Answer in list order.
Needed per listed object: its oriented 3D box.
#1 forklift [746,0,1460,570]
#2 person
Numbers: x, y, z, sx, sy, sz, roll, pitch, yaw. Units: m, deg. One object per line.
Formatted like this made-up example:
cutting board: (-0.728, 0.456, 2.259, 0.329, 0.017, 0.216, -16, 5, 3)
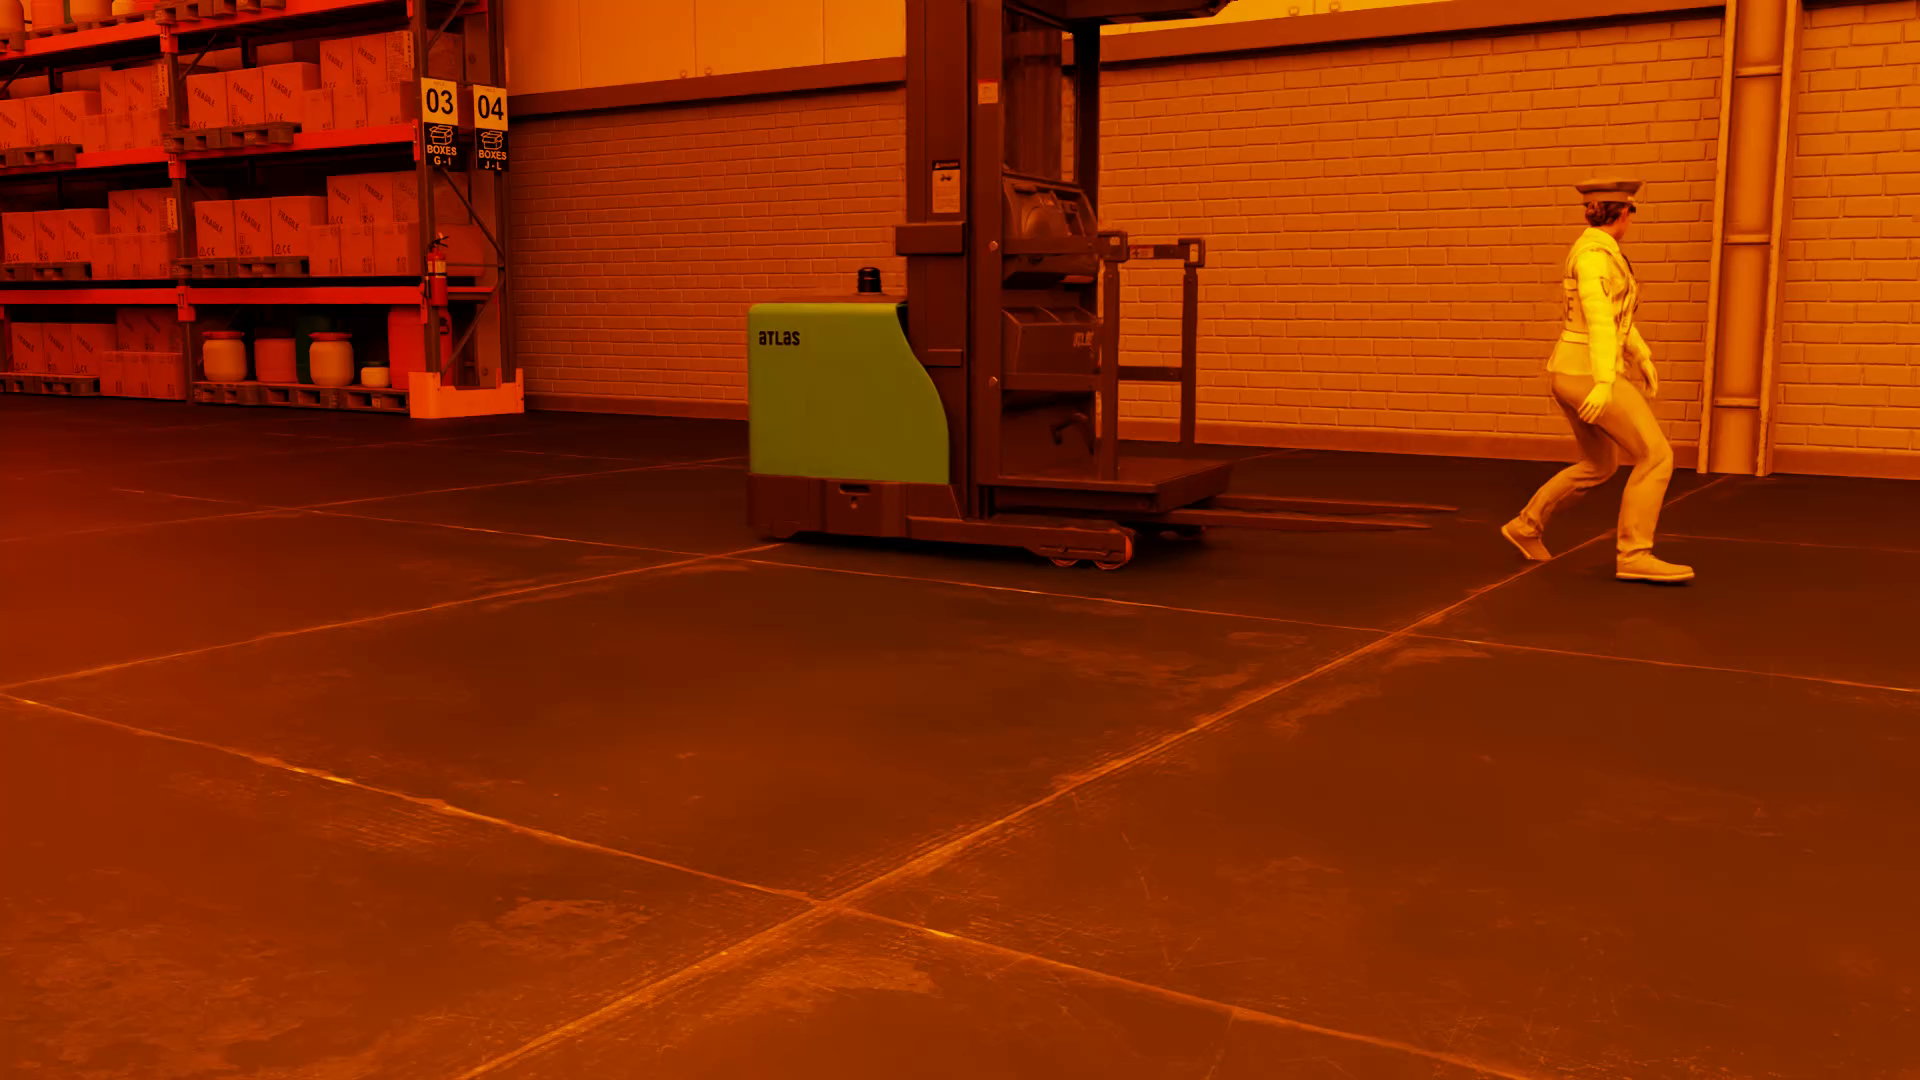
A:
forklift: (0.583, -1.413, 7.133, 3.031, 2.935, 1.130, 4, 9, 26)
person: (2.543, -0.612, 6.587, 0.701, 1.633, 0.772, 2, 8, 17)
